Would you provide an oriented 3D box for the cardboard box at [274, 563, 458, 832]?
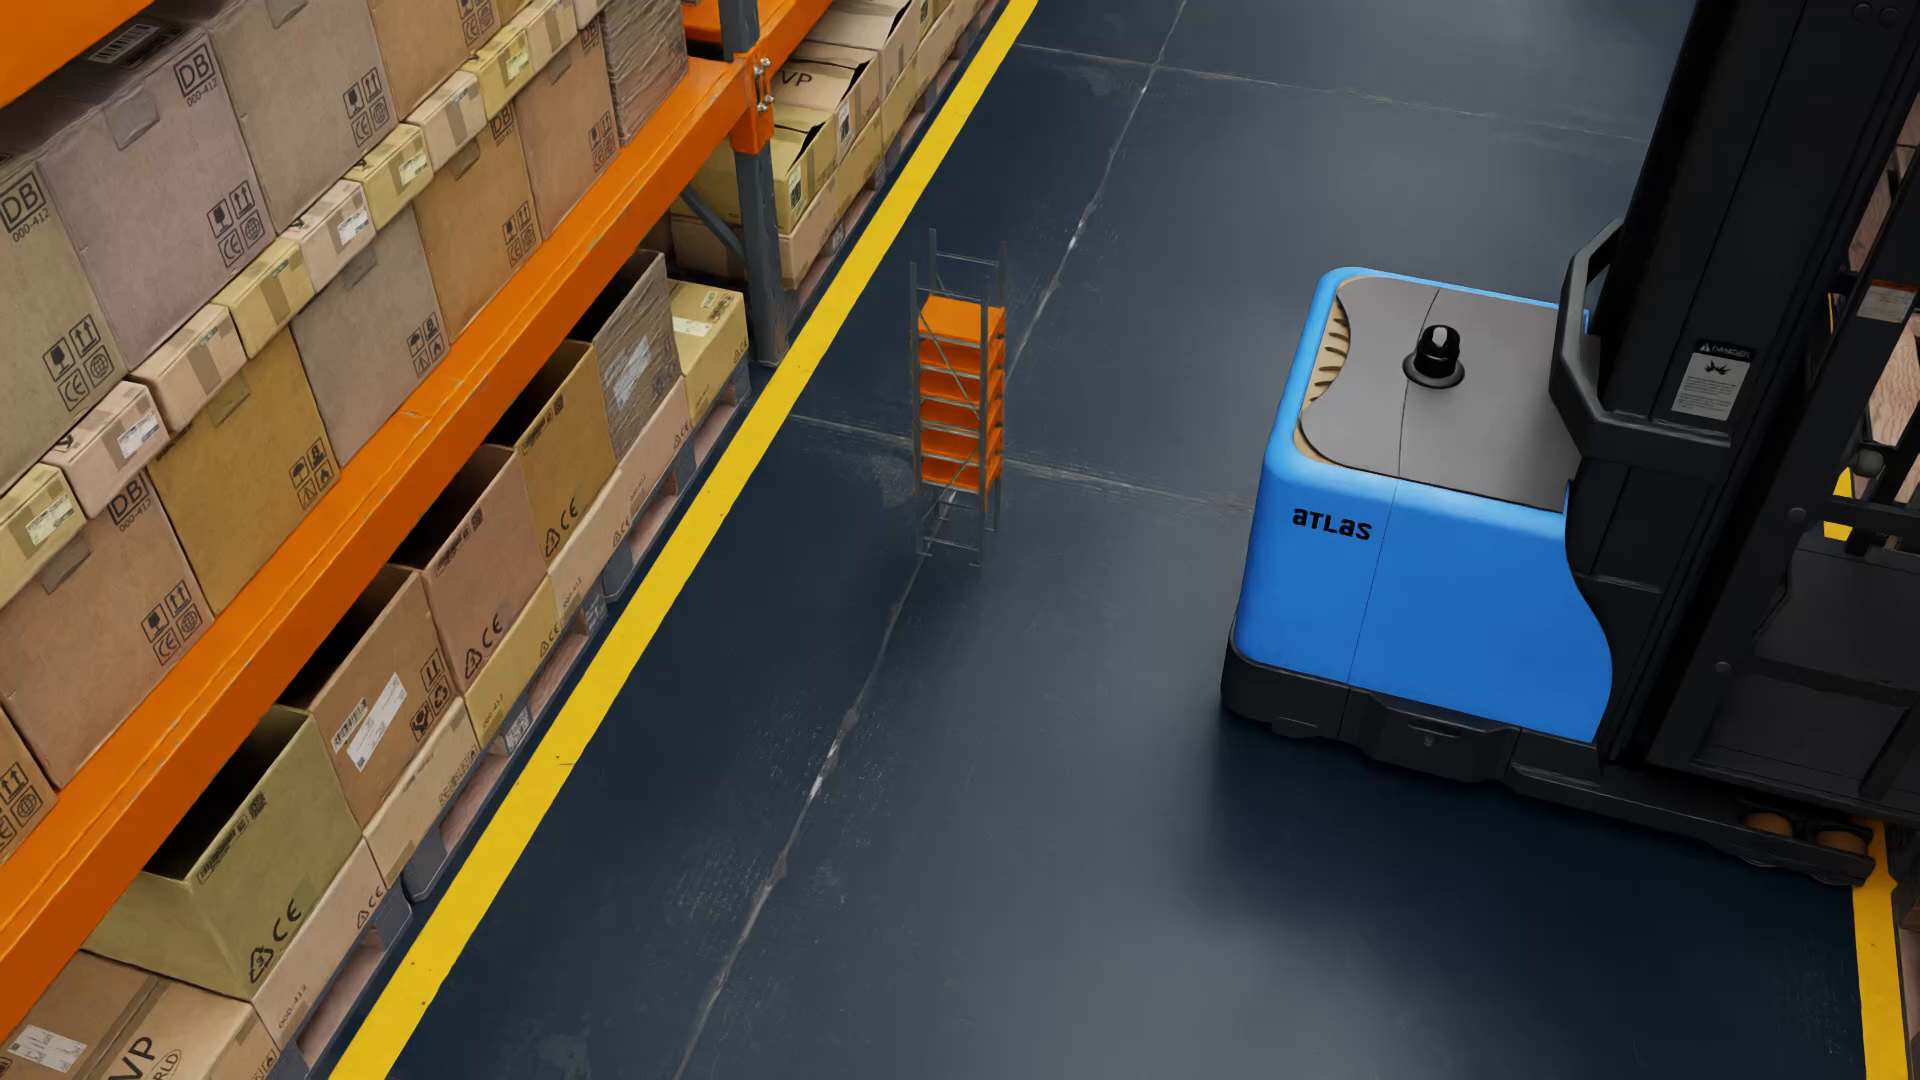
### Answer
[{"bbox_3d":[-1.711,0.368,4.359,0.500,0.500,0.500,13,46,13],"label":"cardboard box"}]

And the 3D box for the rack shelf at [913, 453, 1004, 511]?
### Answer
[{"bbox_3d":[-0.004,-0.216,5.519,0.258,0.103,0.180,13,46,12],"label":"rack shelf"}]

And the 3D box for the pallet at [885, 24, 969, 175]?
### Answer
[{"bbox_3d":[-0.610,-2.201,7.849,1.003,0.211,1.213,13,46,13],"label":"pallet"}]

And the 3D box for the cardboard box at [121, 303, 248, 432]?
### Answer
[{"bbox_3d":[-1.739,-0.388,3.467,0.380,0.149,0.250,11,45,11],"label":"cardboard box"}]

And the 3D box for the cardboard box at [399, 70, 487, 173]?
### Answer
[{"bbox_3d":[-1.427,-1.078,4.171,0.380,0.149,0.250,14,46,14],"label":"cardboard box"}]

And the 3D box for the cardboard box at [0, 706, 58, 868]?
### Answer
[{"bbox_3d":[-2.221,0.439,3.085,0.700,0.500,0.500,13,46,13],"label":"cardboard box"}]

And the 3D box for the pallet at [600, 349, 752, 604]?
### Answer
[{"bbox_3d":[-1.444,-0.365,5.972,1.003,0.211,1.213,13,46,13],"label":"pallet"}]

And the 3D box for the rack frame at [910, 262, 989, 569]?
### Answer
[{"bbox_3d":[-0.032,-0.358,5.258,0.240,1.200,0.006,13,46,12],"label":"rack frame"}]

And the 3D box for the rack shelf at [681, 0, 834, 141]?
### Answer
[{"bbox_3d":[-0.558,-2.959,7.143,1.077,0.370,4.000,13,46,13],"label":"rack shelf"}]

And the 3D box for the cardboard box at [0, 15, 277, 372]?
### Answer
[{"bbox_3d":[-1.899,-0.747,3.370,0.700,0.500,0.500,13,46,13],"label":"cardboard box"}]

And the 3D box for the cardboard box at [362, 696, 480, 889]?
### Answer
[{"bbox_3d":[-1.700,0.639,4.618,0.500,0.250,0.500,13,46,13],"label":"cardboard box"}]

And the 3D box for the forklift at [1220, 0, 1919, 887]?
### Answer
[{"bbox_3d":[2.383,-0.485,4.150,3.031,2.935,1.130,13,46,13],"label":"forklift"}]

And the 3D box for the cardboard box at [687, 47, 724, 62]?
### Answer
[{"bbox_3d":[-1.162,-1.929,6.842,0.500,0.311,0.500,14,46,14],"label":"cardboard box"}]

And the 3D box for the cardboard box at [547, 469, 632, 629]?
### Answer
[{"bbox_3d":[-1.394,-0.027,5.299,0.500,0.250,0.500,13,46,13],"label":"cardboard box"}]

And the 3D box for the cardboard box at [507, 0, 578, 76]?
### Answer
[{"bbox_3d":[-1.274,-1.409,4.510,0.380,0.149,0.250,12,46,12],"label":"cardboard box"}]

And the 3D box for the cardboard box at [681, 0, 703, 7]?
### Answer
[{"bbox_3d":[-1.056,-2.166,5.927,0.500,0.250,0.500,15,46,15],"label":"cardboard box"}]

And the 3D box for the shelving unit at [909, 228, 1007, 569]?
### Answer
[{"bbox_3d":[-0.004,-0.419,5.320,0.258,1.200,0.189,13,46,12],"label":"shelving unit"}]

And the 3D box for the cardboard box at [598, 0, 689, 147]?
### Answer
[{"bbox_3d":[-1.292,-1.621,5.191,0.700,0.500,0.500,11,46,11],"label":"cardboard box"}]

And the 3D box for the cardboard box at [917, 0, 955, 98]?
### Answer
[{"bbox_3d":[-0.340,-2.292,7.613,0.500,0.250,0.500,13,46,13],"label":"cardboard box"}]

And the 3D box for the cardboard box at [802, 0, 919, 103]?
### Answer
[{"bbox_3d":[-0.488,-2.151,7.068,0.500,0.311,0.500,11,45,11],"label":"cardboard box"}]

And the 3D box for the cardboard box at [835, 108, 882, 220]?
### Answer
[{"bbox_3d":[-0.649,-1.607,6.913,0.500,0.250,0.500,14,46,14],"label":"cardboard box"}]

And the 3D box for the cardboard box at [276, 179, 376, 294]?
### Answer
[{"bbox_3d":[-1.584,-0.724,3.810,0.380,0.149,0.250,13,46,13],"label":"cardboard box"}]

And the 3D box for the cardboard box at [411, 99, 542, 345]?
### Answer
[{"bbox_3d":[-1.601,-0.935,4.489,0.700,0.500,0.500,13,46,13],"label":"cardboard box"}]

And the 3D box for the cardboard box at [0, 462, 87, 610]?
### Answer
[{"bbox_3d":[-1.896,-0.042,3.113,0.380,0.149,0.250,13,46,13],"label":"cardboard box"}]

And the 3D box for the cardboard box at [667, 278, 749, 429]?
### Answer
[{"bbox_3d":[-1.095,-0.695,5.981,0.500,0.250,0.500,13,46,13],"label":"cardboard box"}]

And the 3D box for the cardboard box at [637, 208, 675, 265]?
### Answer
[{"bbox_3d":[-1.314,-1.388,6.689,0.500,0.250,0.500,12,46,12],"label":"cardboard box"}]

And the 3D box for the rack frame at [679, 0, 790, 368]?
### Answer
[{"bbox_3d":[-1.163,-1.883,5.529,1.000,3.000,0.127,13,46,13],"label":"rack frame"}]

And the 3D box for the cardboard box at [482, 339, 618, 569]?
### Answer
[{"bbox_3d":[-1.406,-0.298,5.039,0.500,0.500,0.500,13,46,13],"label":"cardboard box"}]

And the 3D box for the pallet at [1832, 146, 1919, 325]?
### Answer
[{"bbox_3d":[4.125,-1.182,6.807,1.003,0.211,1.213,13,46,13],"label":"pallet"}]

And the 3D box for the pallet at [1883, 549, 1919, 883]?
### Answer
[{"bbox_3d":[3.313,0.604,4.981,1.003,0.211,1.213,13,46,13],"label":"pallet"}]

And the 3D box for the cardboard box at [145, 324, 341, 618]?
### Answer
[{"bbox_3d":[-1.911,-0.241,3.781,0.700,0.500,0.500,13,46,13],"label":"cardboard box"}]

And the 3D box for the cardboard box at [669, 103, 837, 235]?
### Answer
[{"bbox_3d":[-0.801,-1.473,6.375,0.500,0.311,0.500,13,46,13],"label":"cardboard box"}]

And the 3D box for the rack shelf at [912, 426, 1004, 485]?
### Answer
[{"bbox_3d":[-0.004,-0.302,5.436,0.258,0.103,0.180,13,46,12],"label":"rack shelf"}]

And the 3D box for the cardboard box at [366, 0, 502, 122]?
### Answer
[{"bbox_3d":[-1.596,-1.414,4.051,0.700,0.500,0.500,13,46,12],"label":"cardboard box"}]

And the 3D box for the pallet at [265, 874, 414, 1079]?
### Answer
[{"bbox_3d":[-2.183,1.262,4.310,1.003,0.211,1.213,13,46,13],"label":"pallet"}]

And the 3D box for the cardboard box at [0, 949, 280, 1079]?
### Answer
[{"bbox_3d":[-2.000,1.306,3.937,0.500,0.250,0.500,13,46,13],"label":"cardboard box"}]

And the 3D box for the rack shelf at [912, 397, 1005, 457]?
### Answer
[{"bbox_3d":[-0.004,-0.387,5.352,0.258,0.103,0.180,13,46,12],"label":"rack shelf"}]

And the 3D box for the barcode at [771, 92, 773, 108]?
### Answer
[{"bbox_3d":[-0.689,-1.572,5.998,0.001,0.075,0.075,13,46,13],"label":"barcode"}]
